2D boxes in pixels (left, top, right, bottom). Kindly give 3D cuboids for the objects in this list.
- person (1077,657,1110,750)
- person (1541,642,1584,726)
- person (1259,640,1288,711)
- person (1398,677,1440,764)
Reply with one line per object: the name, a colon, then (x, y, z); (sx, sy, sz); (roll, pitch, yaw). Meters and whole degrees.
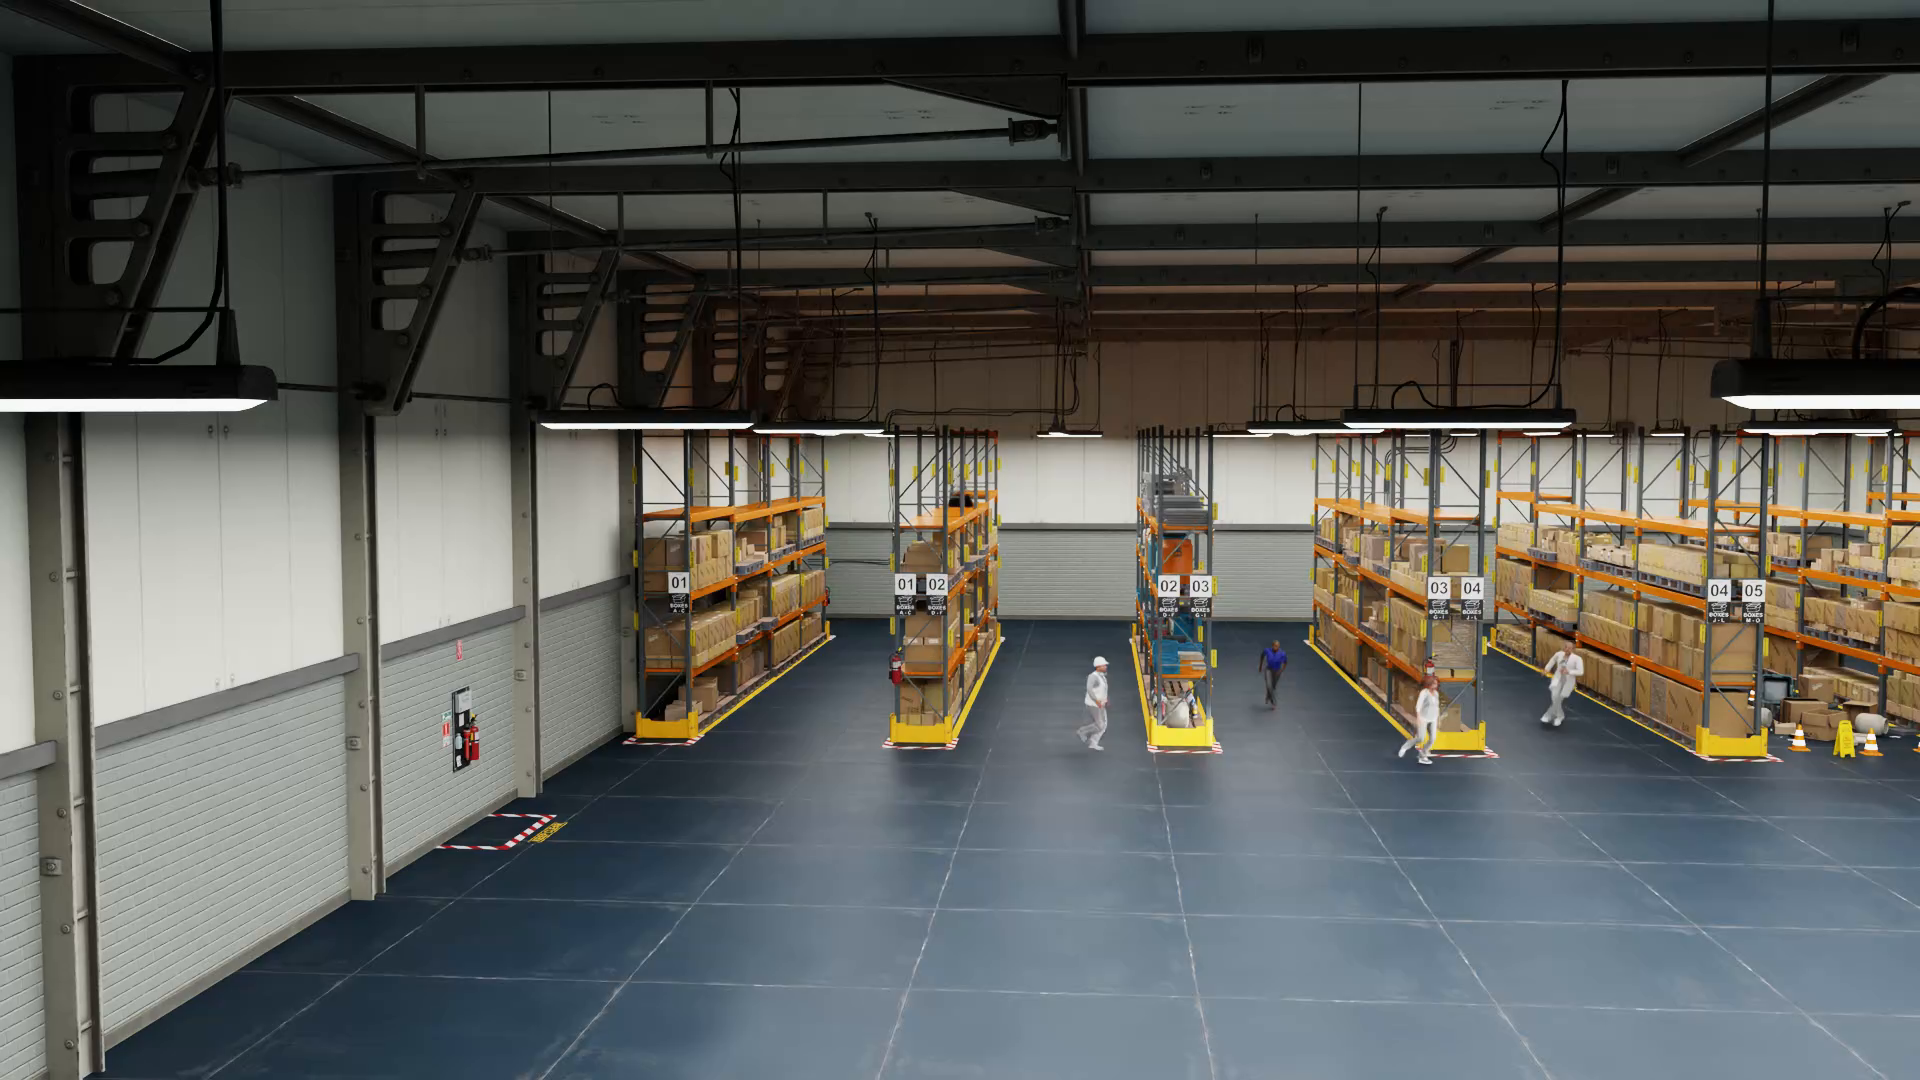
person: (2.462, 3.022, 30.806); (0.610, 1.729, 0.652); (2, 4, 31)
person: (12.066, 2.860, 33.329); (0.829, 1.681, 0.755); (2, 4, 24)
person: (6.680, 2.835, 35.506); (0.590, 1.494, 0.998); (0, 3, 6)
person: (8.140, 3.175, 29.387); (0.671, 1.536, 0.502); (-1, 4, -23)
